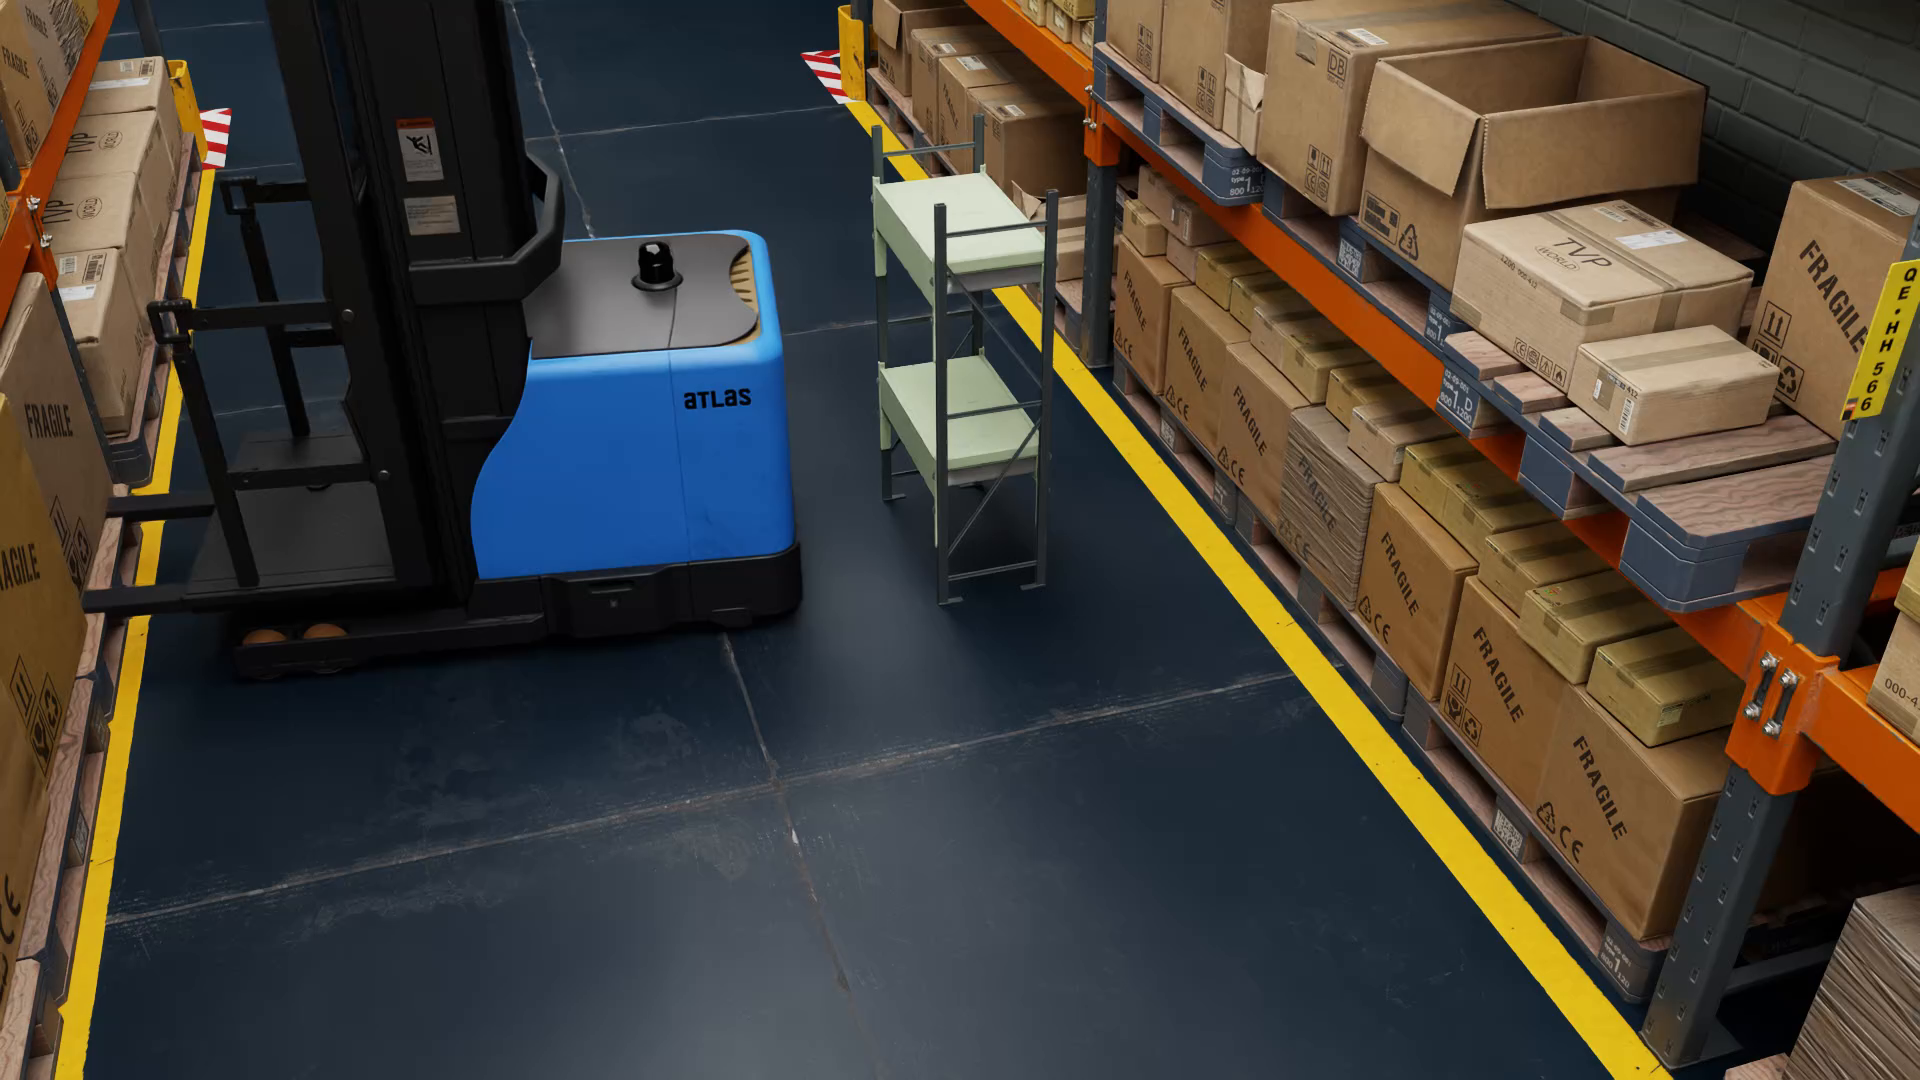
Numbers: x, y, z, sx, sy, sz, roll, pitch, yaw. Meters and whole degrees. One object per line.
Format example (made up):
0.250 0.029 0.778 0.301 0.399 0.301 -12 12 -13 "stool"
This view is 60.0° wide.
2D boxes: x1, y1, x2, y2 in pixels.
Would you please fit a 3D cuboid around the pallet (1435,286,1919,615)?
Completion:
1.977 -0.283 4.131 1.213 0.211 1.003 -10 35 -15 "pallet"

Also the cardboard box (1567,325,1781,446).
1.684 -0.369 3.935 0.380 0.149 0.250 -9 35 -14 "cardboard box"

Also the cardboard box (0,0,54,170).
-3.590 -1.614 5.881 0.500 0.500 0.500 -9 34 -13 "cardboard box"

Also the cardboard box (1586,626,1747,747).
1.858 0.362 4.280 0.380 0.149 0.250 -12 35 -17 "cardboard box"

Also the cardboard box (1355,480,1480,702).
1.612 0.124 5.227 0.500 0.500 0.500 -9 34 -13 "cardboard box"

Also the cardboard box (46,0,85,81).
-3.885 -2.141 6.679 0.500 0.500 0.500 -10 35 -14 "cardboard box"

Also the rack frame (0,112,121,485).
-3.696 -1.282 5.469 1.000 3.000 0.127 -10 35 -15 "rack frame"

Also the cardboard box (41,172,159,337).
-4.059 -1.206 7.297 0.875 0.438 0.875 -11 35 -16 "cardboard box"

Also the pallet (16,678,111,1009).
-3.013 0.915 4.673 1.003 0.211 1.213 -10 35 -15 "pallet"

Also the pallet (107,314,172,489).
-3.853 -0.531 6.862 1.003 0.211 1.213 -10 35 -15 "pallet"

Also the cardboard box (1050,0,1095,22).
0.642 -2.407 7.037 0.500 0.250 0.500 -9 35 -14 "cardboard box"

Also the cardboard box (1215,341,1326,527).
1.283 -0.419 6.049 0.500 0.500 0.500 -11 35 -16 "cardboard box"

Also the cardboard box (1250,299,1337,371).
1.271 -0.744 5.953 0.380 0.149 0.250 -10 35 -15 "cardboard box"

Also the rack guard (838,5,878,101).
-0.167 -3.136 10.542 1.175 0.500 0.348 -10 35 -15 "rack guard"

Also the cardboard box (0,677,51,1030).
-2.876 0.684 4.041 0.875 0.875 0.875 -10 35 -14 "cardboard box"

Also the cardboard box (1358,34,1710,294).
1.576 -1.063 4.663 0.797 0.503 0.637 -11 35 -16 "cardboard box"

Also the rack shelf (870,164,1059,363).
0.002 -0.948 5.616 0.431 0.370 0.720 -10 35 -15 "rack shelf"

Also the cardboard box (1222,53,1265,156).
1.088 -1.444 5.455 0.396 0.266 0.258 -8 34 -12 "cardboard box"

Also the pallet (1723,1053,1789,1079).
2.464 1.584 3.662 1.003 0.211 1.213 -10 35 -15 "pallet"

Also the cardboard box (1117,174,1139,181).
0.921 -1.719 8.335 0.380 0.149 0.250 -10 35 -15 "cardboard box"

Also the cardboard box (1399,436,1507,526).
1.593 -0.199 5.129 0.380 0.149 0.250 -11 35 -15 "cardboard box"

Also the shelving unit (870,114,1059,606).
0.002 -0.622 5.831 0.431 1.500 0.755 -10 35 -15 "shelving unit"

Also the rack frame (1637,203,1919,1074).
2.250 -0.019 3.557 1.000 3.000 0.127 -10 35 -15 "rack frame"

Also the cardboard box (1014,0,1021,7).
0.436 -2.547 7.611 0.380 0.149 0.250 -9 35 -13 "cardboard box"

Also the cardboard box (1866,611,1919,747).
2.153 0.318 3.184 0.500 0.250 0.500 -10 35 -15 "cardboard box"

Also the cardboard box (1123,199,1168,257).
0.886 -1.289 6.777 0.380 0.149 0.250 -8 34 -12 "cardboard box"

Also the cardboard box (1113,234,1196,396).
0.963 -0.959 6.867 0.500 0.500 0.500 -9 34 -13 "cardboard box"

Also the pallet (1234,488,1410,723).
1.690 0.107 5.897 1.003 0.211 1.213 -10 35 -15 "pallet"

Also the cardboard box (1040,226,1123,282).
0.580 -1.348 7.774 0.380 0.149 0.250 -11 35 -16 "cardboard box"

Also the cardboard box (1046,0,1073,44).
0.592 -2.272 7.195 0.380 0.149 0.250 -9 35 -13 "cardboard box"

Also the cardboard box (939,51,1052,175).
0.196 -2.264 8.842 0.500 0.500 0.500 -9 35 -14 "cardboard box"

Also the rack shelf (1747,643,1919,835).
2.860 1.332 2.167 1.077 0.370 4.000 -10 35 -15 "rack shelf"

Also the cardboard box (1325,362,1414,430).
1.454 -0.477 5.549 0.380 0.149 0.250 -10 35 -15 "cardboard box"

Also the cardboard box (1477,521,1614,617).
1.707 0.078 4.709 0.380 0.149 0.250 -11 35 -16 "cardboard box"

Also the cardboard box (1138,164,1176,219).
0.944 -1.423 6.711 0.380 0.149 0.250 -11 35 -16 "cardboard box"

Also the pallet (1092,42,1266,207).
1.170 -1.601 6.126 1.003 0.211 1.213 -10 35 -15 "pallet"

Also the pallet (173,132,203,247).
-4.598 -1.812 8.801 1.003 0.211 1.213 -10 35 -15 "pallet"

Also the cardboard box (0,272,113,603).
-3.431 -0.259 5.467 0.875 0.875 0.875 -9 34 -13 "cardboard box"

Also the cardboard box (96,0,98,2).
-4.212 -2.681 7.495 0.500 0.500 0.500 -9 35 -13 "cardboard box"

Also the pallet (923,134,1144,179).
0.446 -1.958 9.021 1.003 0.211 1.213 -10 35 -15 "pallet"

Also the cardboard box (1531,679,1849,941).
1.916 0.663 4.412 0.500 0.500 0.500 -9 35 -13 "cardboard box"

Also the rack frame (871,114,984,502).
-0.110 -0.814 6.122 0.400 1.500 0.023 -10 35 -15 "rack frame"

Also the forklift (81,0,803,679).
-2.113 -1.071 5.213 3.031 2.935 1.130 -5 34 -7 "forklift"

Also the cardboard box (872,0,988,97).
-0.094 -3.015 9.976 0.797 0.503 0.637 -11 35 -17 "cardboard box"

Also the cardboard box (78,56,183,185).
-4.620 -2.159 8.739 0.875 0.438 0.875 -11 35 -16 "cardboard box"

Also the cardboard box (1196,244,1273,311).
1.133 -1.023 6.376 0.380 0.149 0.250 -12 35 -17 "cardboard box"

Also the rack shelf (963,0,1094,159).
0.420 -2.869 8.523 1.077 0.370 4.000 -10 35 -15 "rack shelf"

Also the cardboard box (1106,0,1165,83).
0.965 -2.044 6.151 0.700 0.500 0.500 -9 35 -14 "cardboard box"

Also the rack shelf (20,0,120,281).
-4.306 -2.032 7.257 1.077 0.370 4.000 -10 35 -15 "rack shelf"
